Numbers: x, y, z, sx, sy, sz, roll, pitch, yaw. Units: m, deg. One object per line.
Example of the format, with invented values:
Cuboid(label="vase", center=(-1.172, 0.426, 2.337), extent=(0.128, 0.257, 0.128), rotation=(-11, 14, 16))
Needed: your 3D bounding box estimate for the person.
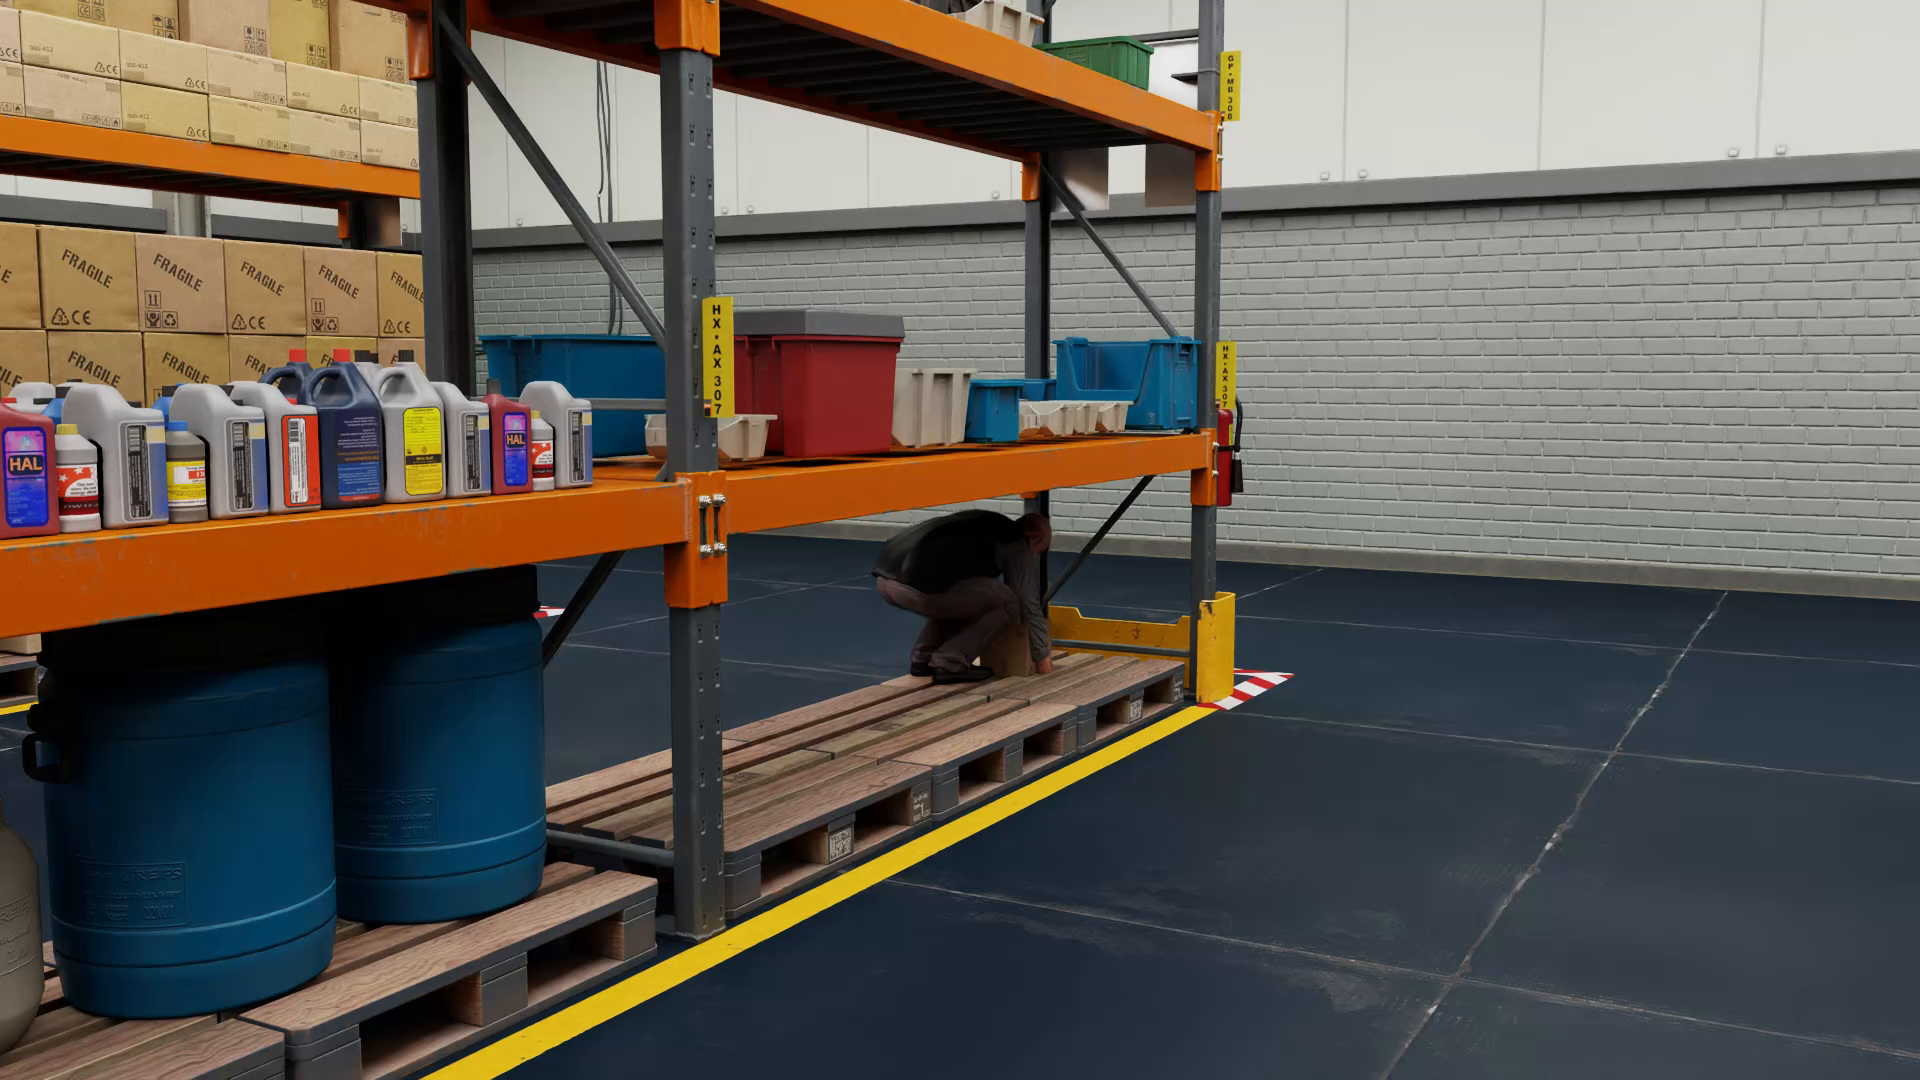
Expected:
Cuboid(label="person", center=(0.046, 0.273, 7.645), extent=(0.926, 0.814, 0.502), rotation=(-3, 7, -30))
